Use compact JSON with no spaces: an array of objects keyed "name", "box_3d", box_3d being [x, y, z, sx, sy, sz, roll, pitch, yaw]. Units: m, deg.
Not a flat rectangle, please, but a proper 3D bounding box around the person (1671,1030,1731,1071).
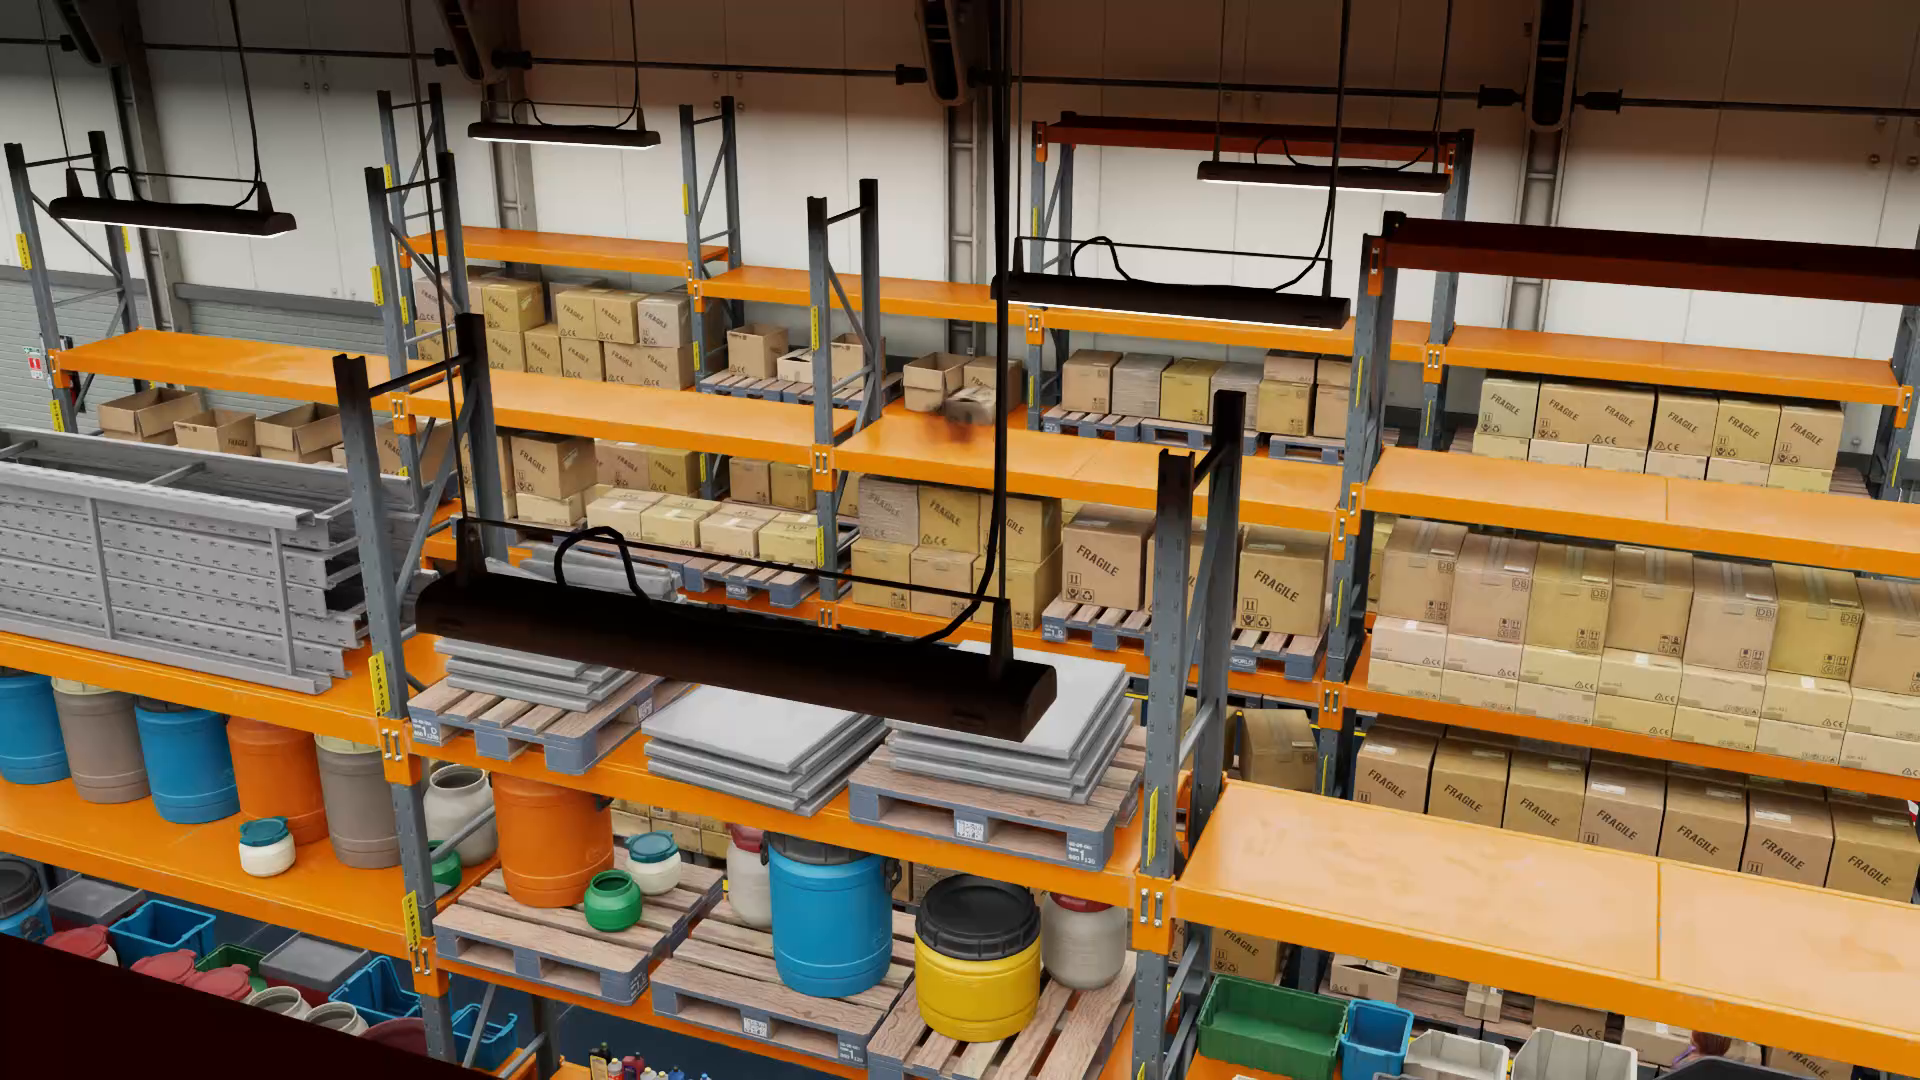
[{"name":"person","box_3d":[4.633,3.681,10.532,0.805,1.544,0.472,7,22,18]}]
